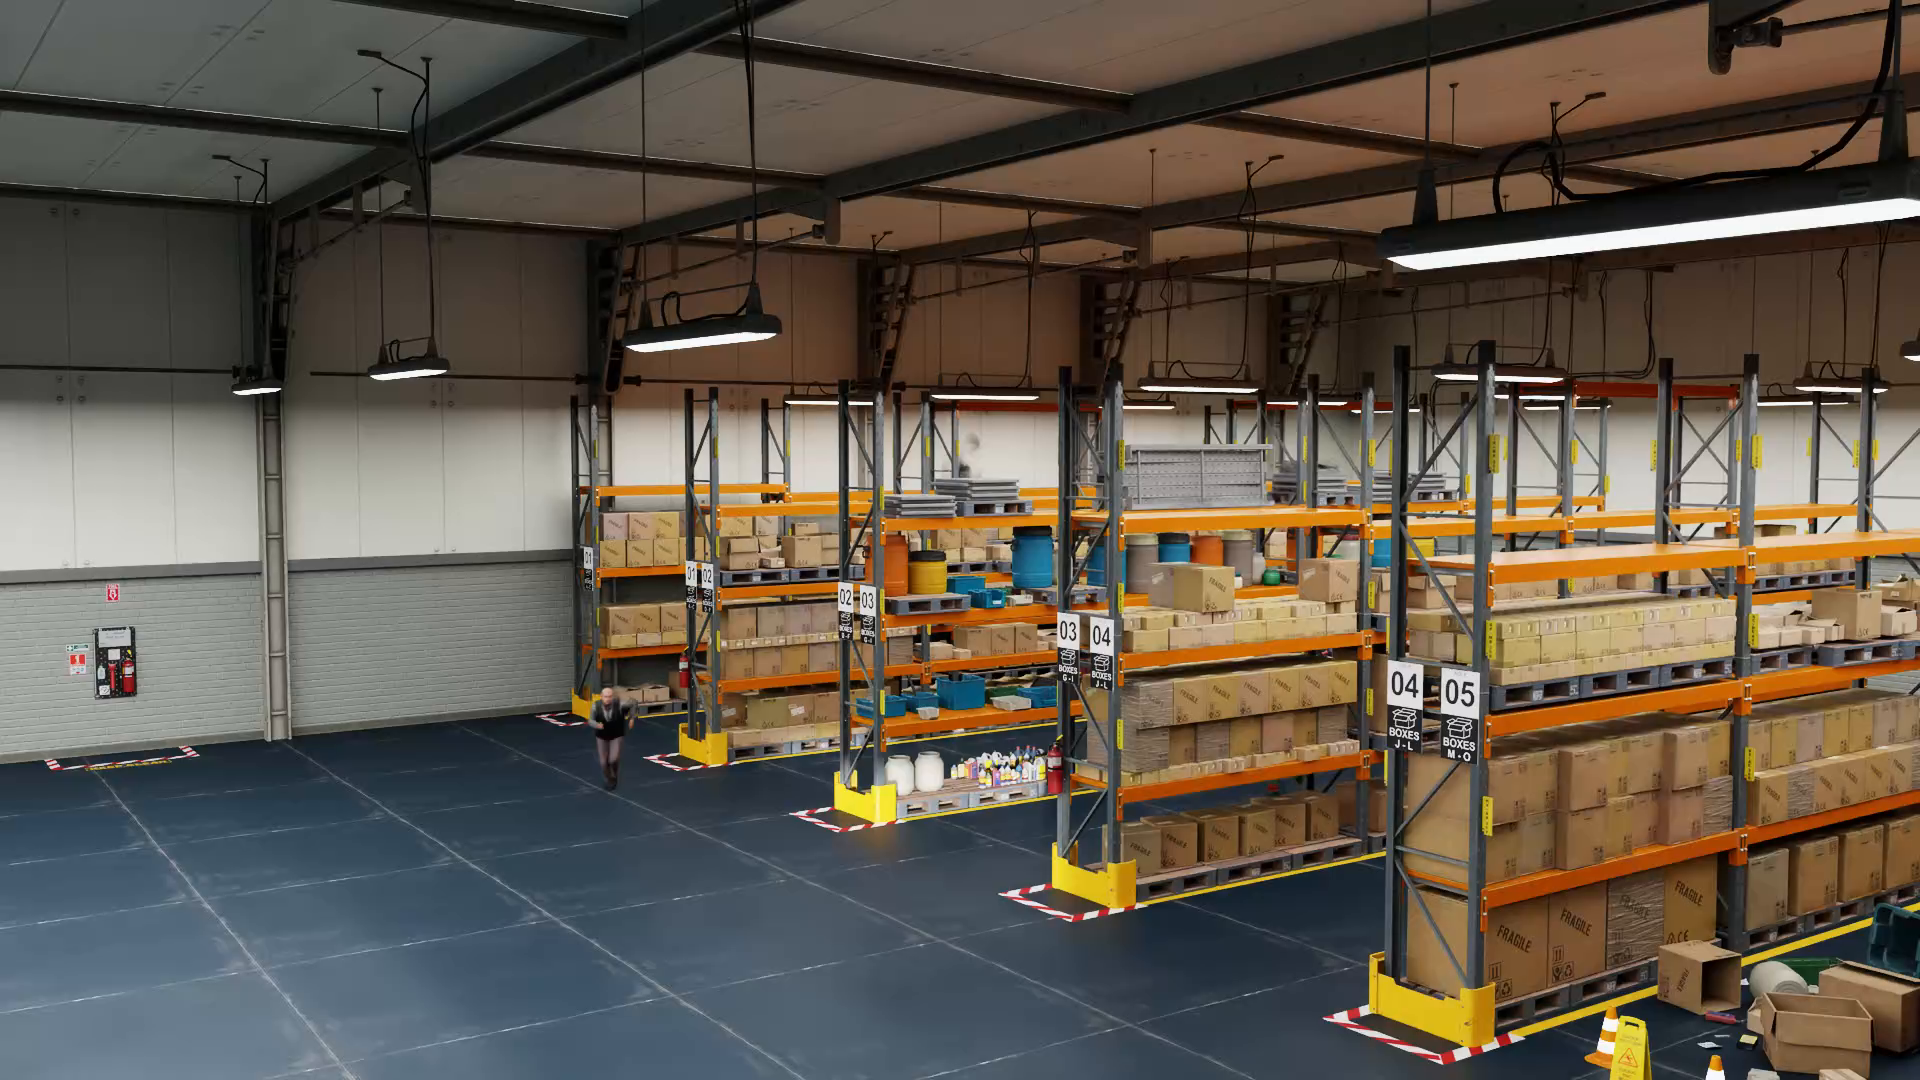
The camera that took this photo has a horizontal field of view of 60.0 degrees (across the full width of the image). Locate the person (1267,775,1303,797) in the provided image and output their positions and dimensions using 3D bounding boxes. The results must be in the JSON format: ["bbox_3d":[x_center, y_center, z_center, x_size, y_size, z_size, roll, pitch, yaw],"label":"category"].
[{"bbox_3d":[4.535,2.857,23.105,1.002,1.765,0.661,-3,4,-40],"label":"person"}]

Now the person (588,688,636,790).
[{"bbox_3d":[-5.086,2.906,24.333,0.681,1.568,0.924,0,3,-7],"label":"person"}]
